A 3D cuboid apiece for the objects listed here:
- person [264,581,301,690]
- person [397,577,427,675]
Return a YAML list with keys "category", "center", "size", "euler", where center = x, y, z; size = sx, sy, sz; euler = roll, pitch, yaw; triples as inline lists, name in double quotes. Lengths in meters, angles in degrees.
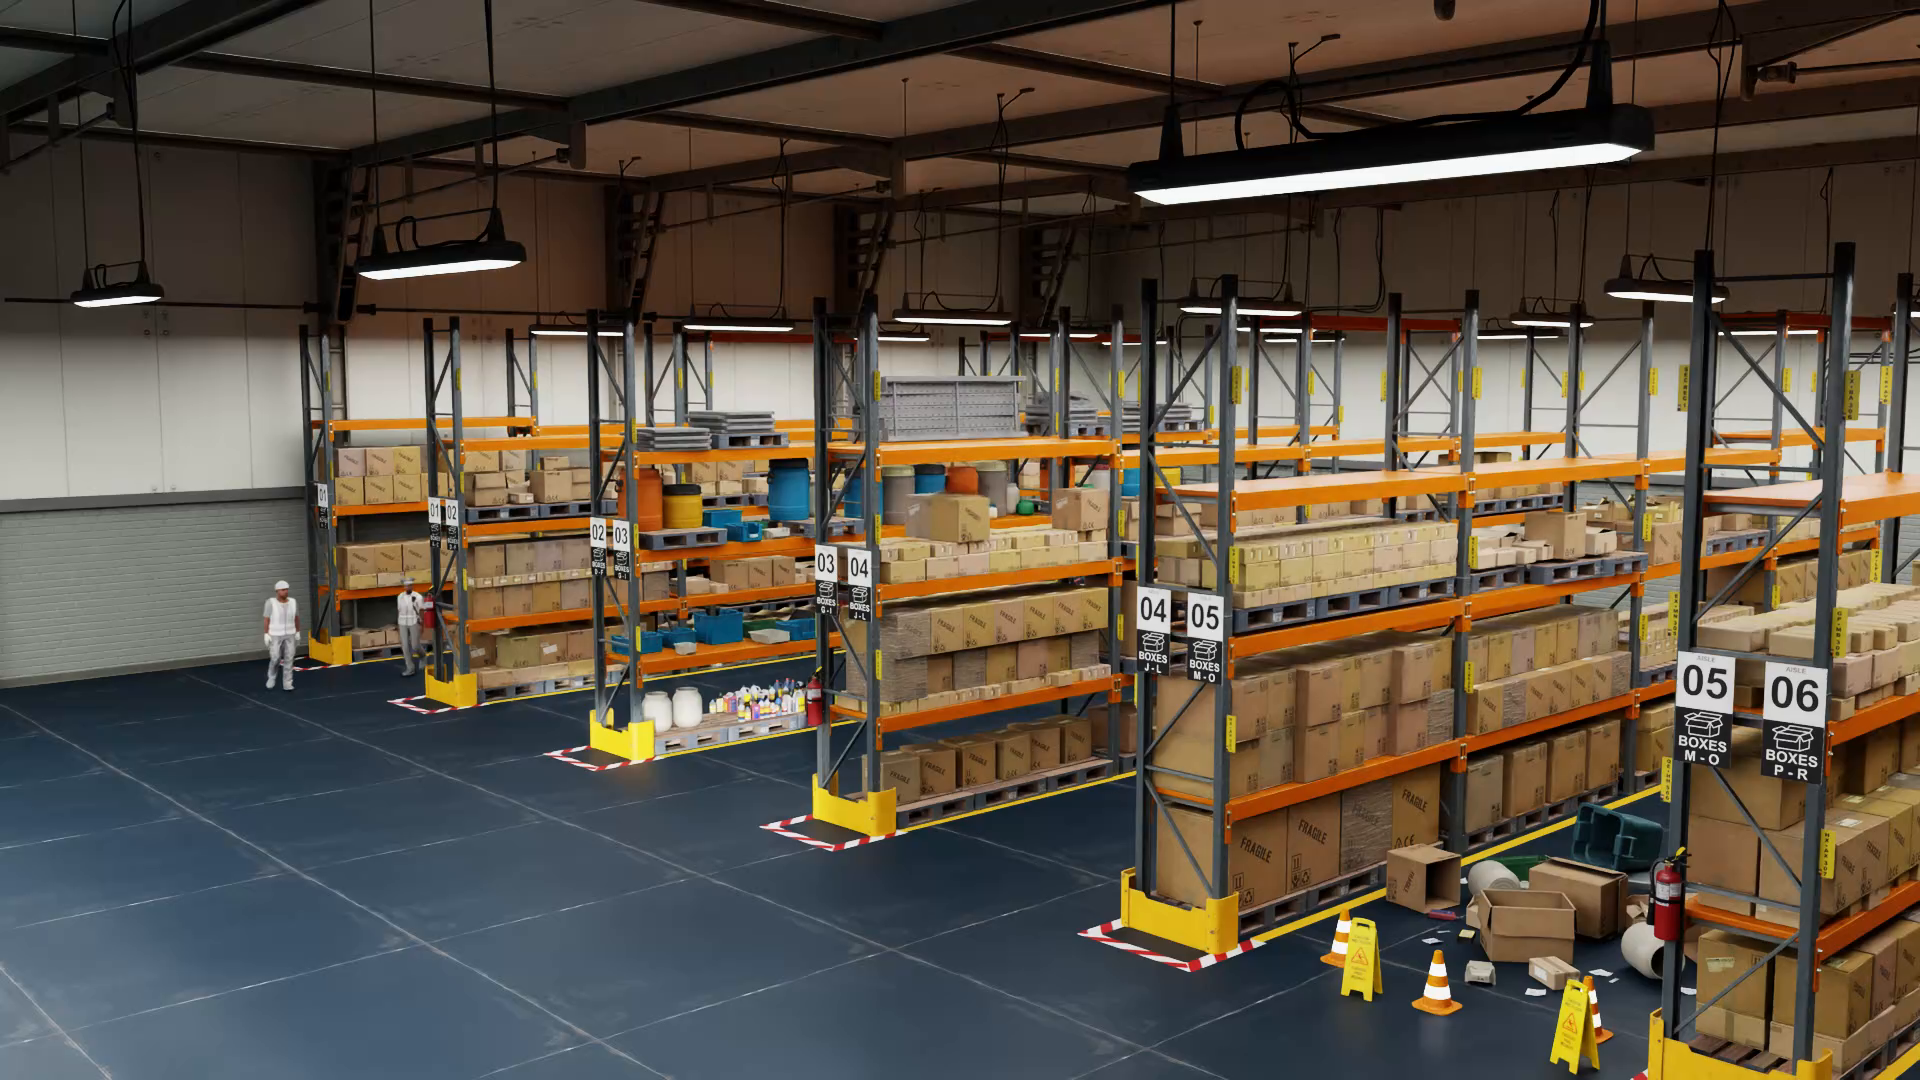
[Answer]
- category: "person"
  center: [-11.002, 1.541, 26.941]
  size: [0.592, 1.783, 0.481]
  euler: [-5, 8, -43]
- category: "person"
  center: [-9.366, 1.447, 28.388]
  size: [0.433, 1.674, 0.556]
  euler: [1, 6, 6]
